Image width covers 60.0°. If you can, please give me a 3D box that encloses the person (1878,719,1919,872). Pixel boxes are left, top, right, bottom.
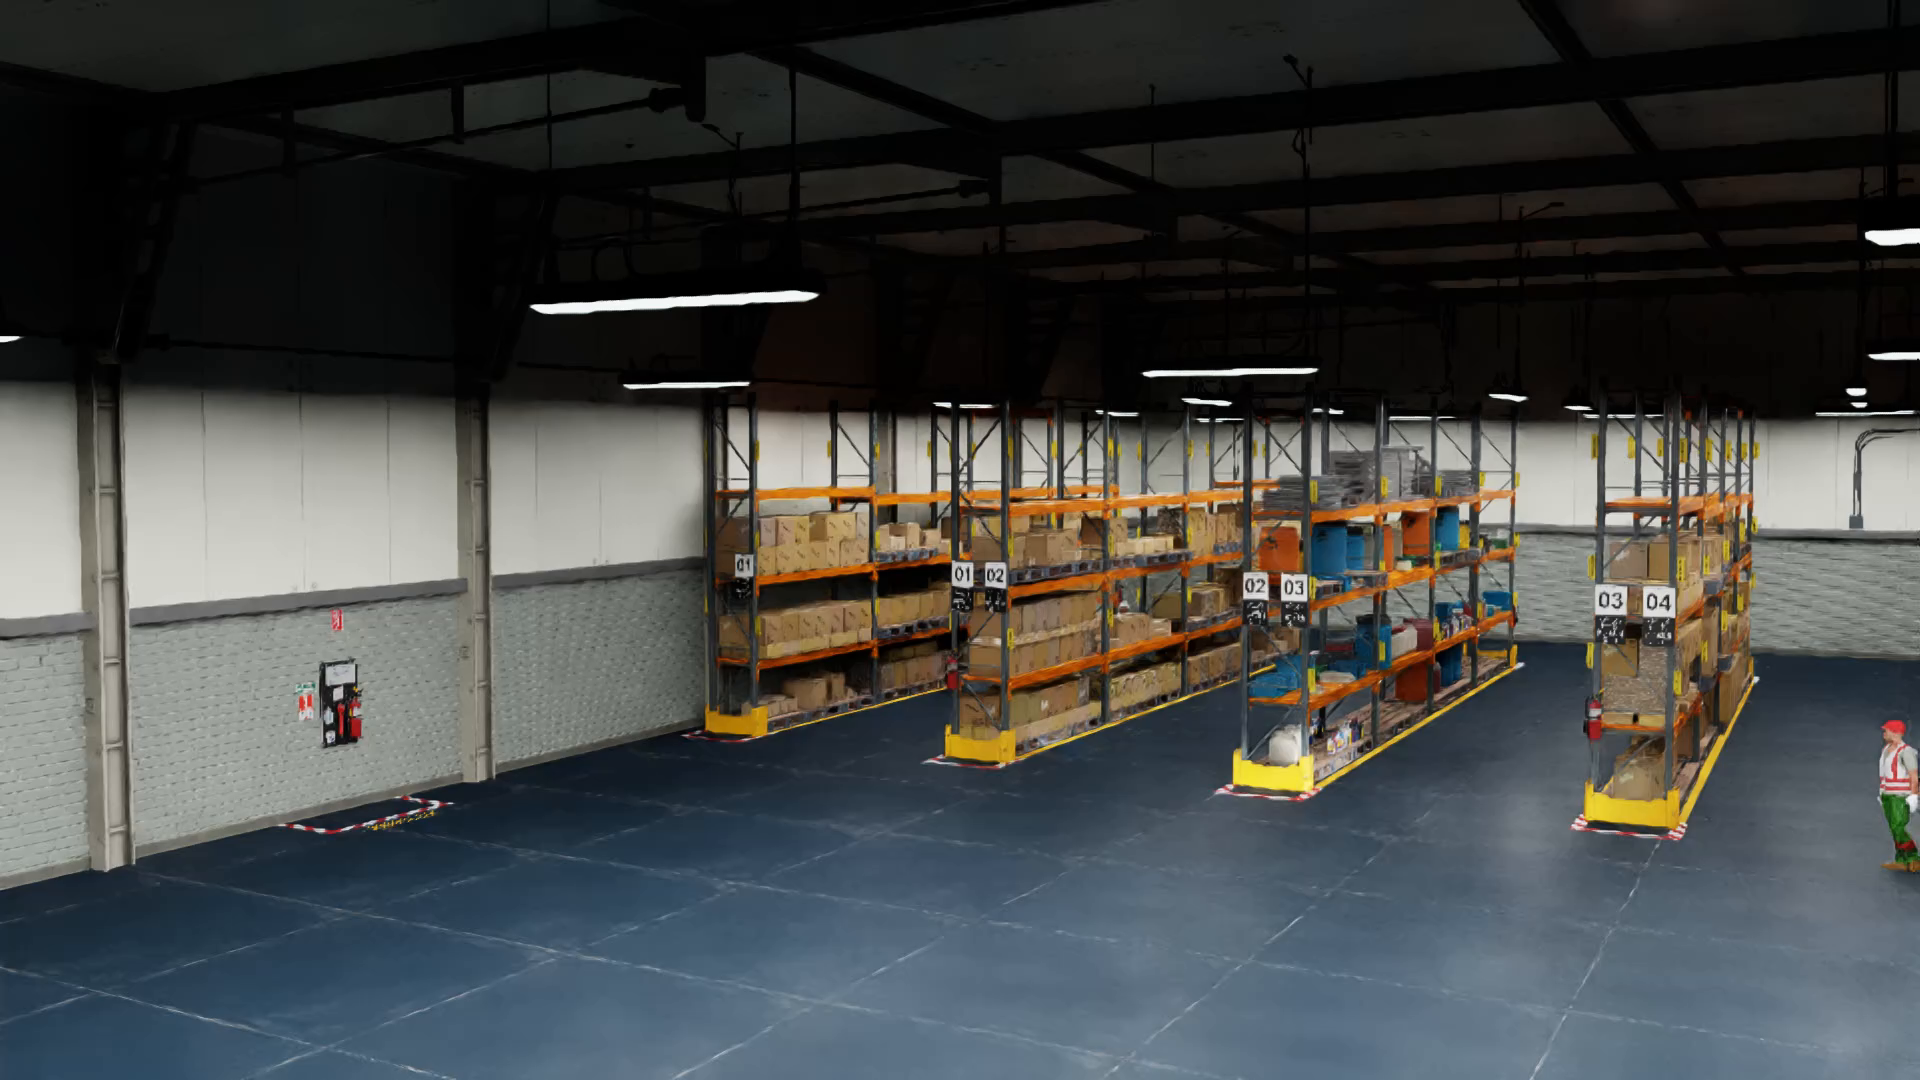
[{"bbox_3d":[11.177,3.031,19.766,0.384,1.783,0.632,0,3,-4],"label":"person"}]

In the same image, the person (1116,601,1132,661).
[{"bbox_3d":[3.601,2.170,36.392,0.566,1.706,1.122,2,4,31],"label":"person"}]
